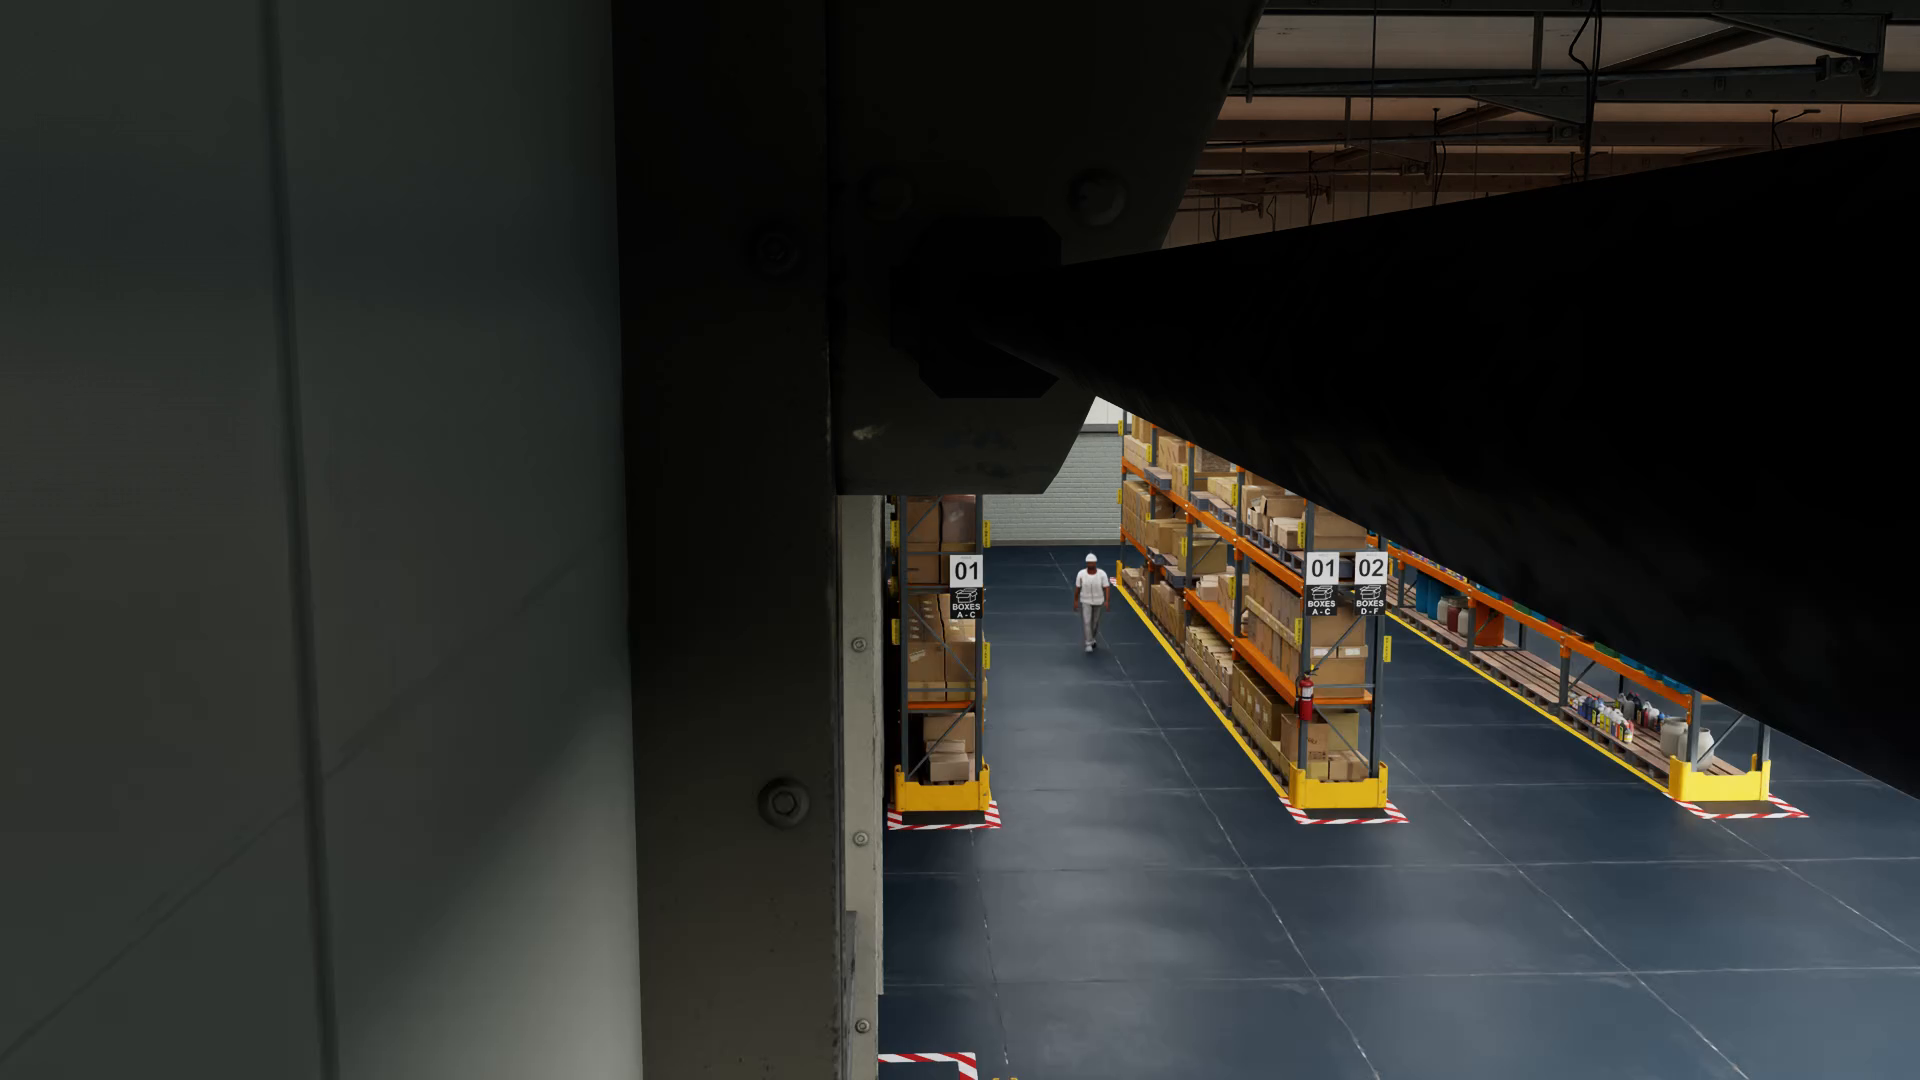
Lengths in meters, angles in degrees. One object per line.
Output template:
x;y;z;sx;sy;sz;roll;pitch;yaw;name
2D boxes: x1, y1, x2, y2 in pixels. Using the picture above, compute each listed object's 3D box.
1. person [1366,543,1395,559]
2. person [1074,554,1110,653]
9.954;-0.381;39.919;1.099;1.679;0.532;6;10;36;person
2.360;1.105;29.667;0.619;1.707;1.085;0;8;-2;person
